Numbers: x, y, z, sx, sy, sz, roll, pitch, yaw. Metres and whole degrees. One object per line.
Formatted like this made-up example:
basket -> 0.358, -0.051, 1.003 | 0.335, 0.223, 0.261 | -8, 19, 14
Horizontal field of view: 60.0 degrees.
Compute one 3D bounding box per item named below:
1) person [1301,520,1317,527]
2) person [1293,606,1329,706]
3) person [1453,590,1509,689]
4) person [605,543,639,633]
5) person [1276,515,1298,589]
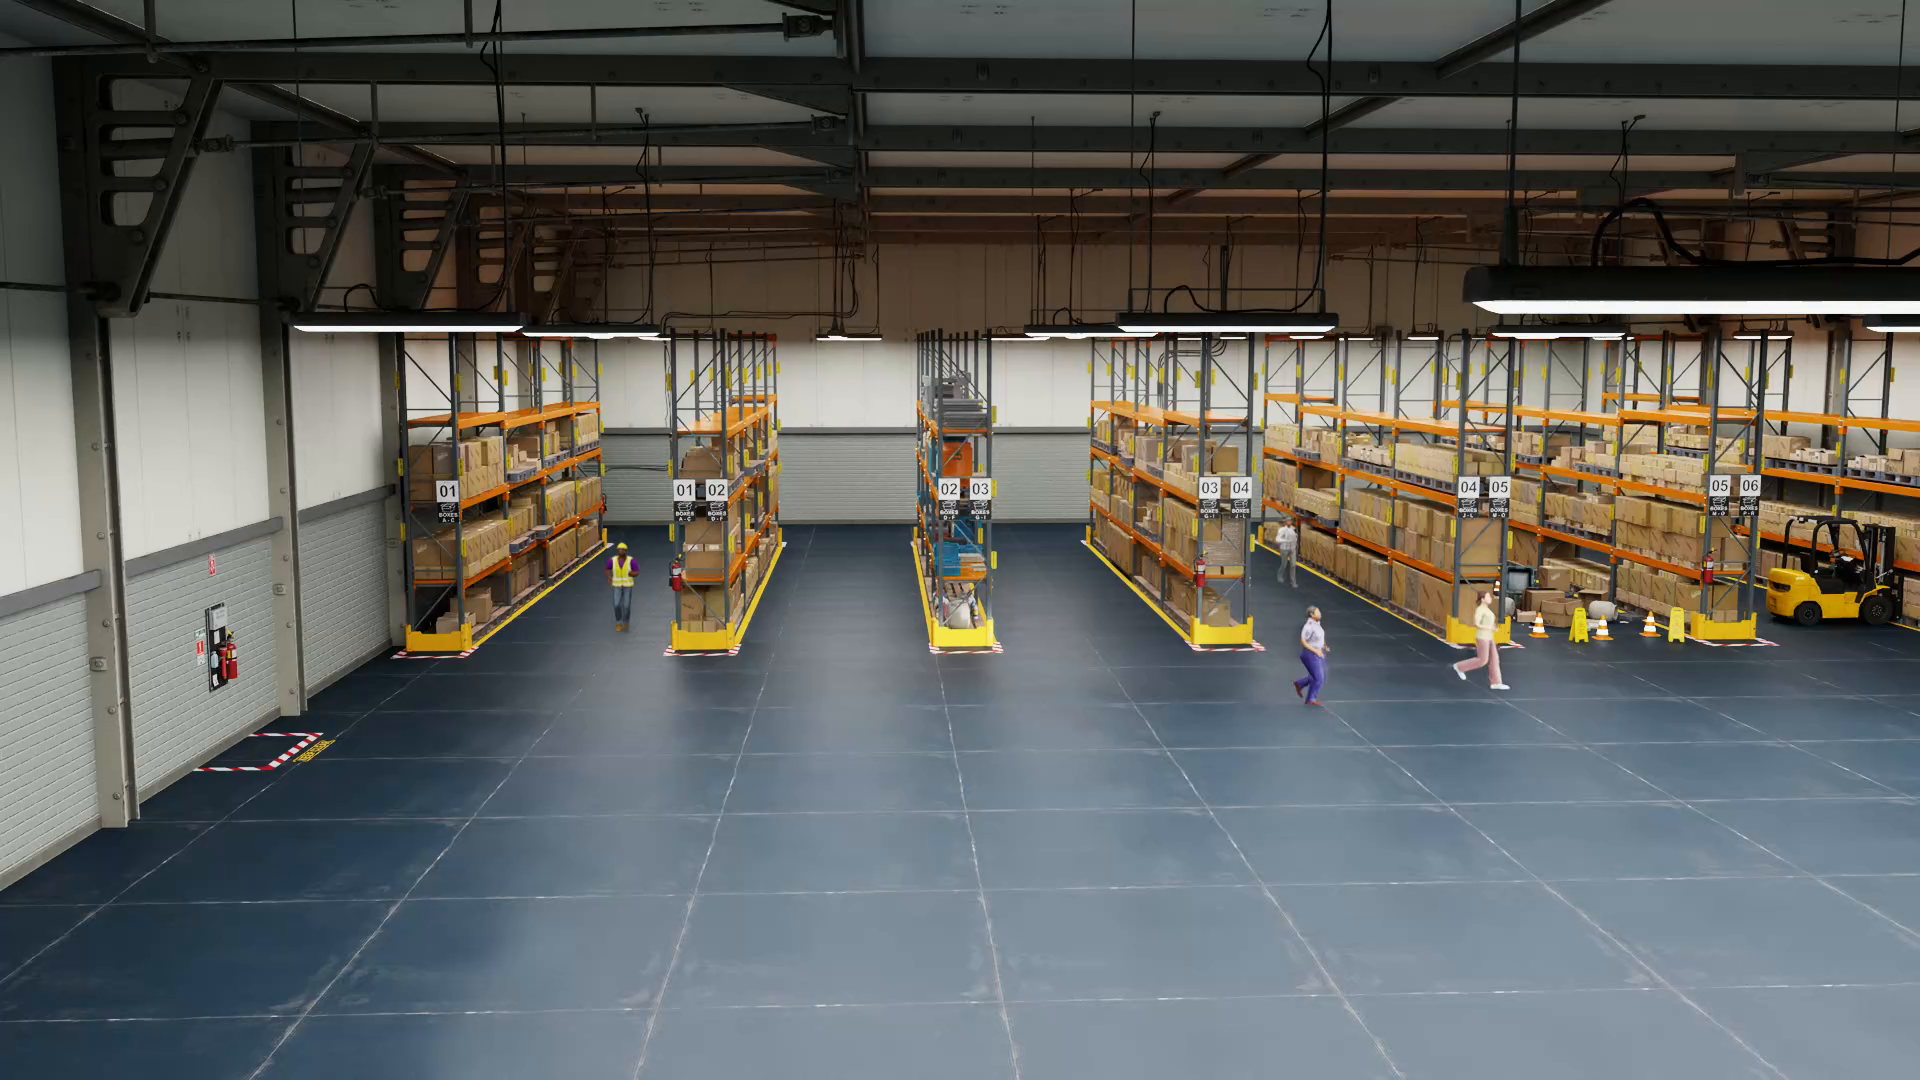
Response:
person -> 10.137, -0.957, 49.228 | 1.079, 1.742, 0.724 | 0, 7, -2
person -> 5.543, 1.830, 26.360 | 0.556, 1.601, 0.594 | 3, 7, 24
person -> 8.688, 1.643, 27.609 | 0.924, 1.645, 0.580 | 4, 8, 31
person -> -6.724, 0.959, 33.112 | 0.675, 1.805, 0.689 | -1, 7, -10
person -> 7.730, 0.245, 39.186 | 0.612, 1.701, 0.920 | -1, 7, -11
